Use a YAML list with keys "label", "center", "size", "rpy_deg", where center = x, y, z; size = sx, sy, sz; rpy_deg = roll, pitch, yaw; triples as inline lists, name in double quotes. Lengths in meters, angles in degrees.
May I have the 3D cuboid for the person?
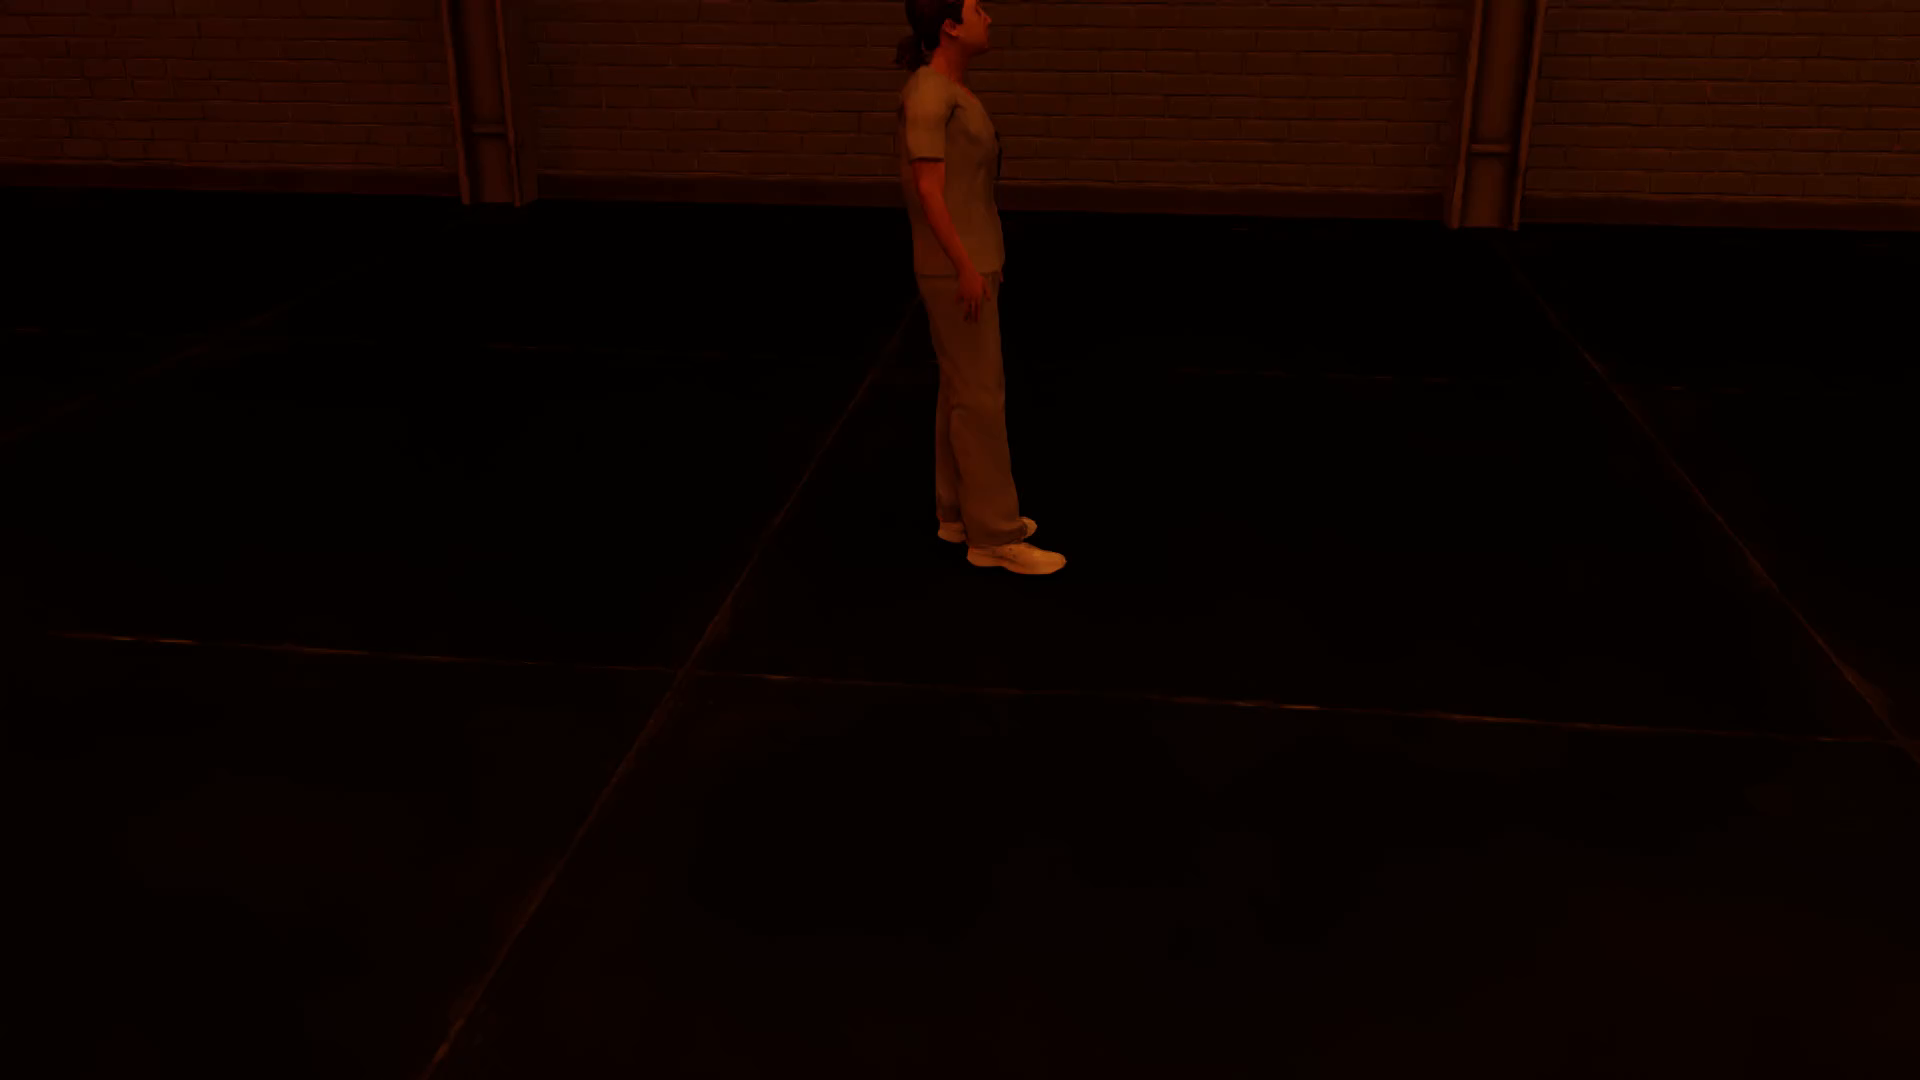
- label: "person"
  center: [0.072, -0.775, 4.841]
  size: [0.548, 1.674, 0.550]
  rpy_deg: [3, 22, 7]
